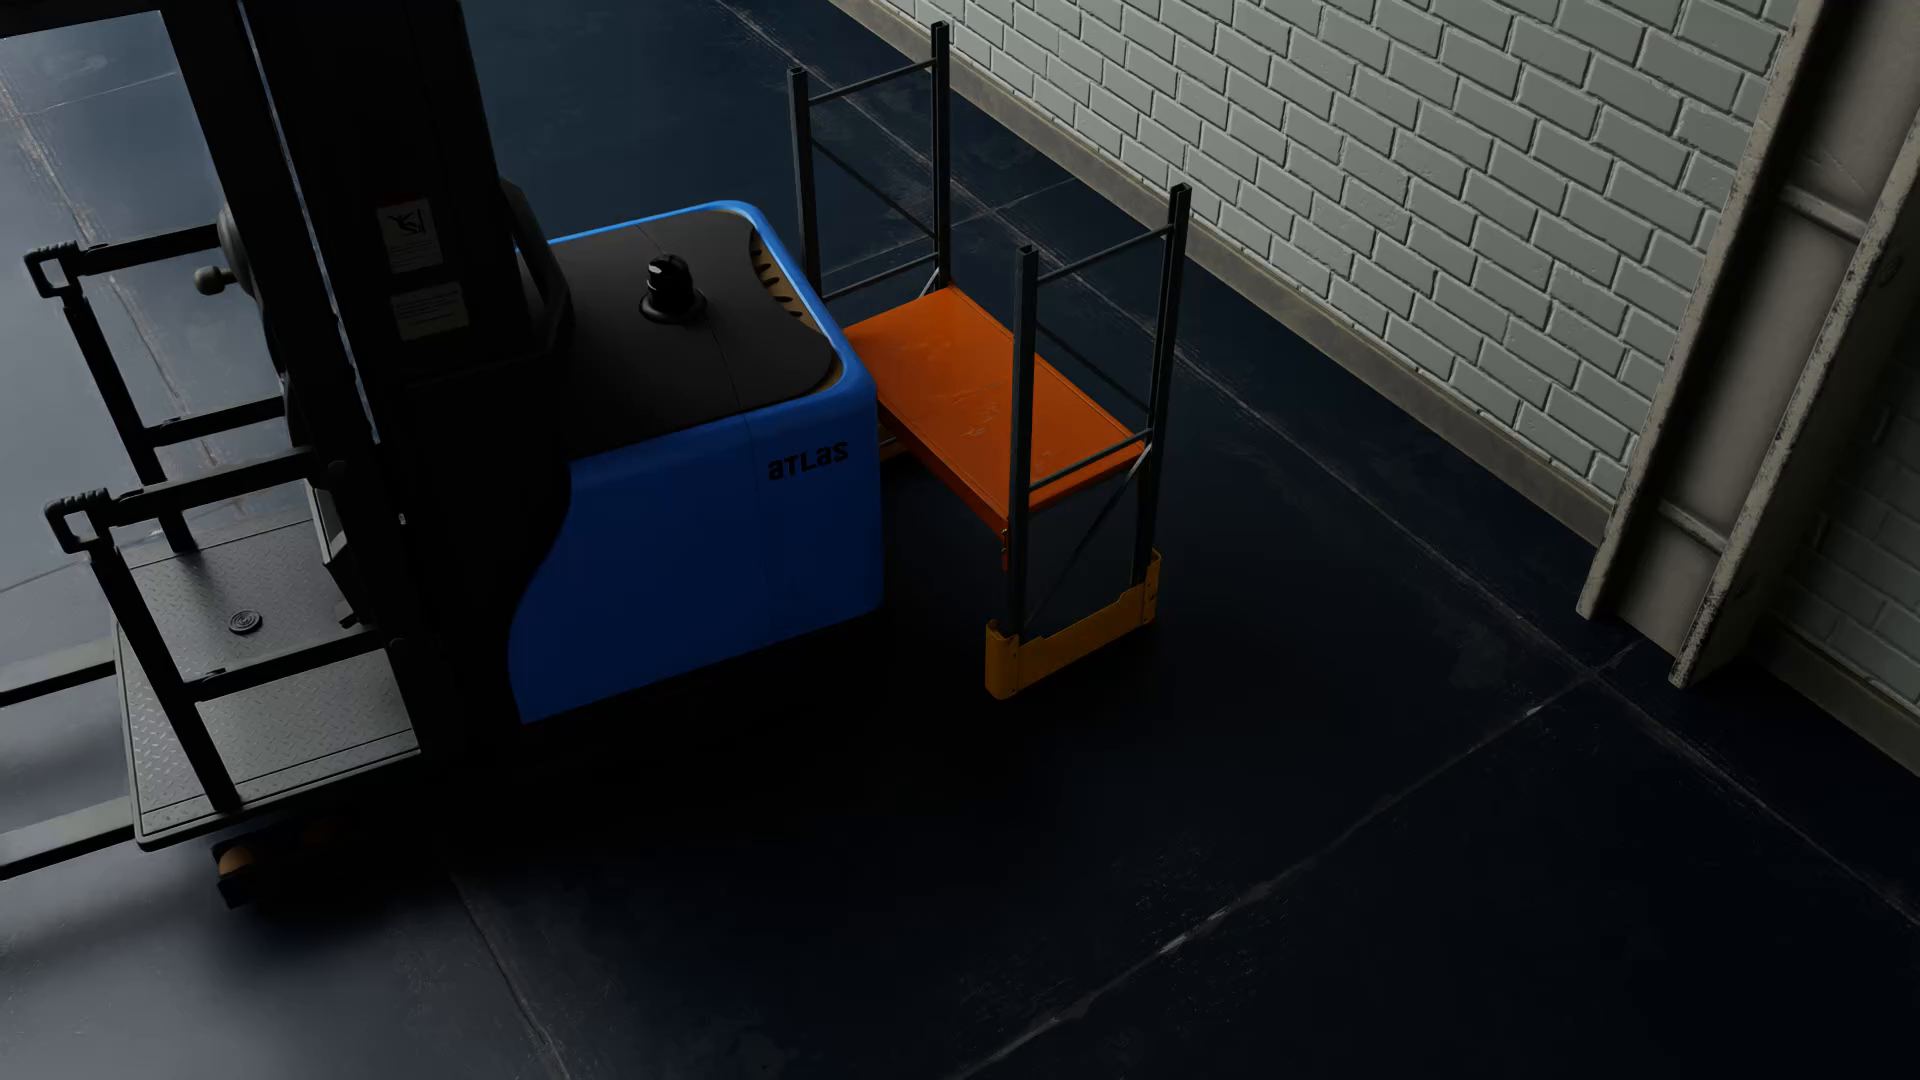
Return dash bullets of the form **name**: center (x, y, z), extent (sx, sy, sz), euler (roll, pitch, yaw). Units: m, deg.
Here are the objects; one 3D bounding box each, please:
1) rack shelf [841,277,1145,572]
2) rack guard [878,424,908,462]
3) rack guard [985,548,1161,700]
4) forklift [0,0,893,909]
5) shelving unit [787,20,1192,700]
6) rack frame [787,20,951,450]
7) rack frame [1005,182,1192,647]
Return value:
- **rack shelf**: center (0.049, -0.364, 4.806), extent (0.538, 0.185, 1.000), euler (-26, 49, -24)
- **rack guard**: center (-0.241, -0.329, 5.414), extent (0.587, 0.250, 0.087), euler (-26, 49, -24)
- **rack guard**: center (0.329, 0.235, 4.823), extent (0.587, 0.250, 0.087), euler (-26, 49, -24)
- **forklift**: center (-1.756, -0.548, 3.702), extent (3.031, 2.935, 1.130), euler (-17, 46, -17)
- **shelving unit**: center (0.044, -0.499, 4.687), extent (0.587, 1.500, 1.083), euler (-26, 49, -24)
- **rack frame**: center (-0.242, -0.782, 4.983), extent (0.500, 1.500, 0.032), euler (-26, 49, -24)
- **rack frame**: center (0.340, -0.206, 4.380), extent (0.500, 1.500, 0.032), euler (-26, 49, -24)
